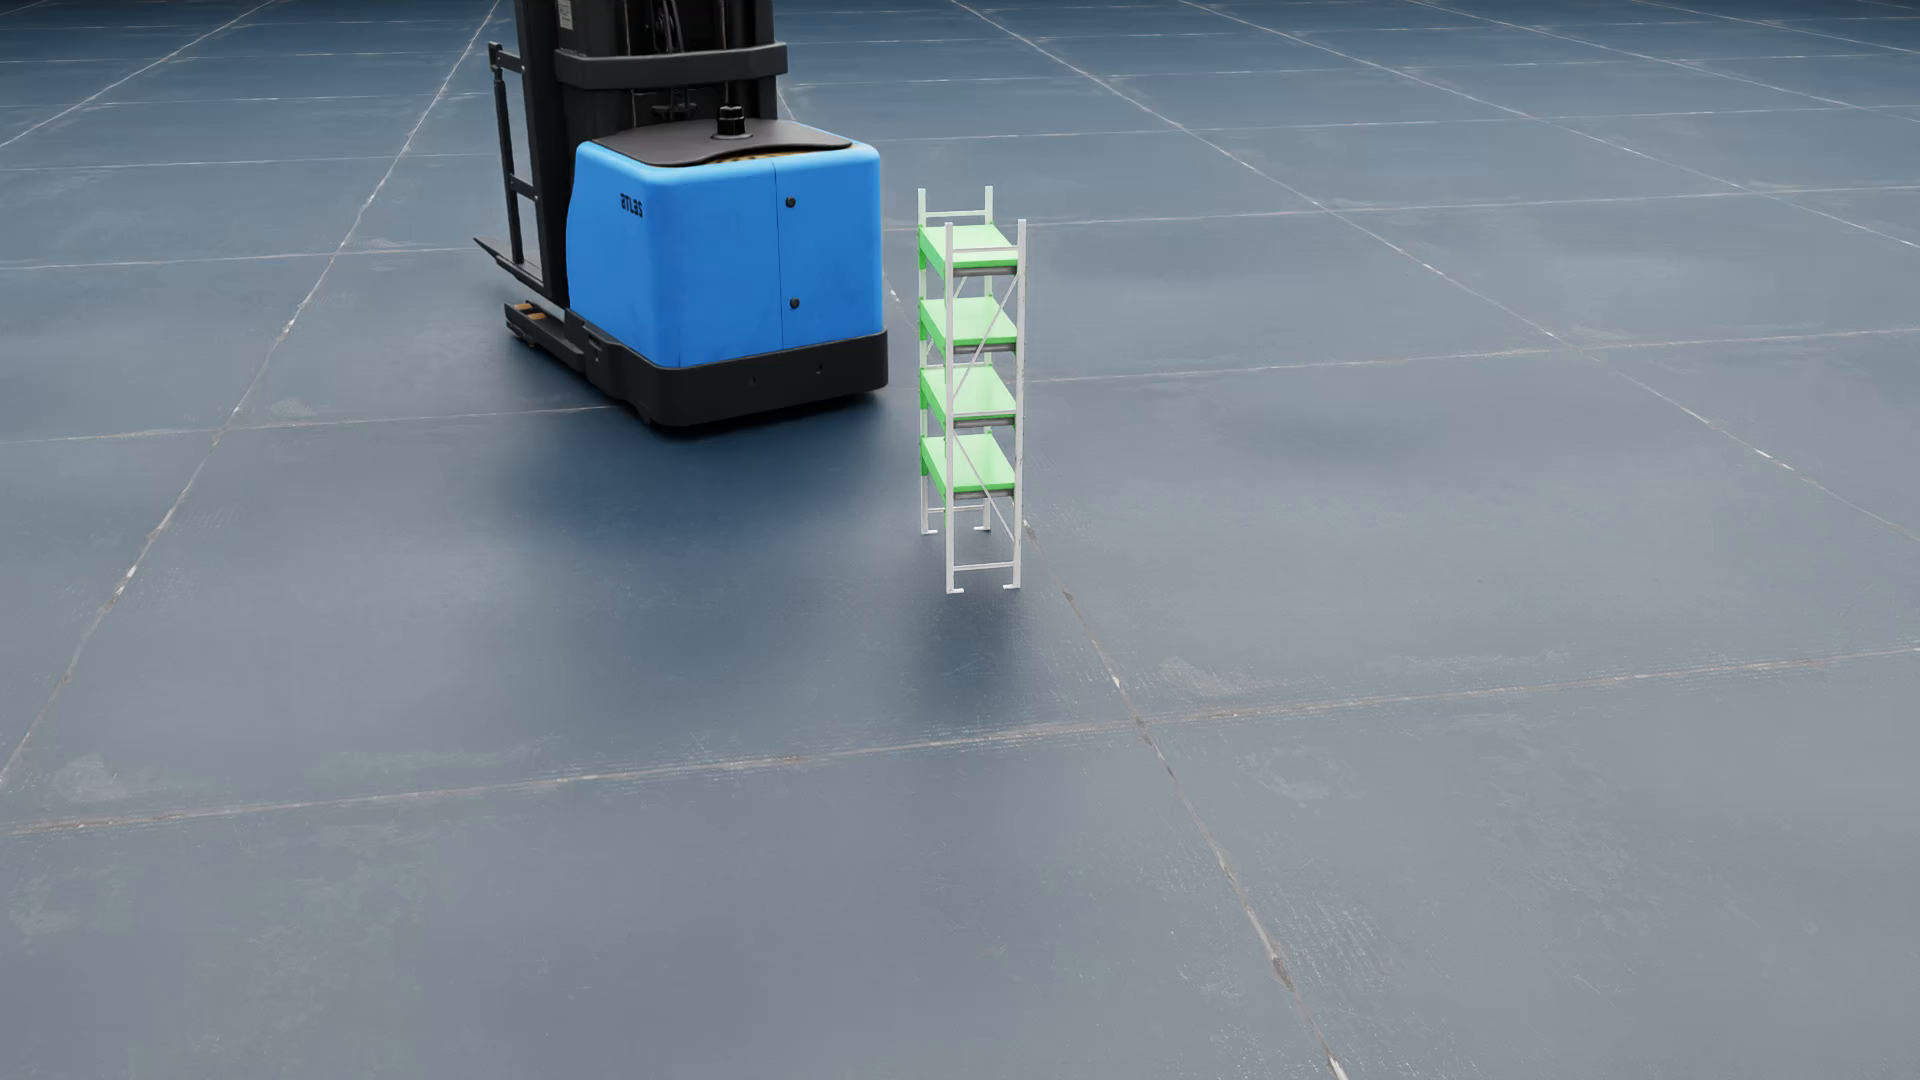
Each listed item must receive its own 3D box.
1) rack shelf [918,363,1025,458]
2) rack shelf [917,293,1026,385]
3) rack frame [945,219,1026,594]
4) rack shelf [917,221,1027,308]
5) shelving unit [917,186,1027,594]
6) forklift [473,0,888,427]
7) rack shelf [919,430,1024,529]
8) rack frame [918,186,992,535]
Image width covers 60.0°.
[{"bbox_3d":[0.031,-0.426,5.386,0.258,0.148,0.480,-4,24,-10],"label":"rack shelf"},{"bbox_3d":[0.031,-0.646,5.290,0.258,0.148,0.480,-4,24,-10],"label":"rack shelf"},{"bbox_3d":[0.076,-0.389,5.141,0.240,1.200,0.015,-4,24,-10],"label":"rack frame"},{"bbox_3d":[0.031,-0.866,5.194,0.258,0.148,0.480,-4,24,-10],"label":"rack shelf"},{"bbox_3d":[0.031,-0.485,5.361,0.258,1.200,0.503,-4,24,-10],"label":"shelving unit"},{"bbox_3d":[-1.520,-2.334,7.433,1.130,2.935,3.031,-14,27,-29],"label":"forklift"},{"bbox_3d":[0.031,-0.206,5.482,0.258,0.148,0.480,-4,24,-10],"label":"rack shelf"},{"bbox_3d":[-0.015,-0.581,5.581,0.240,1.200,0.015,-4,24,-10],"label":"rack frame"}]
